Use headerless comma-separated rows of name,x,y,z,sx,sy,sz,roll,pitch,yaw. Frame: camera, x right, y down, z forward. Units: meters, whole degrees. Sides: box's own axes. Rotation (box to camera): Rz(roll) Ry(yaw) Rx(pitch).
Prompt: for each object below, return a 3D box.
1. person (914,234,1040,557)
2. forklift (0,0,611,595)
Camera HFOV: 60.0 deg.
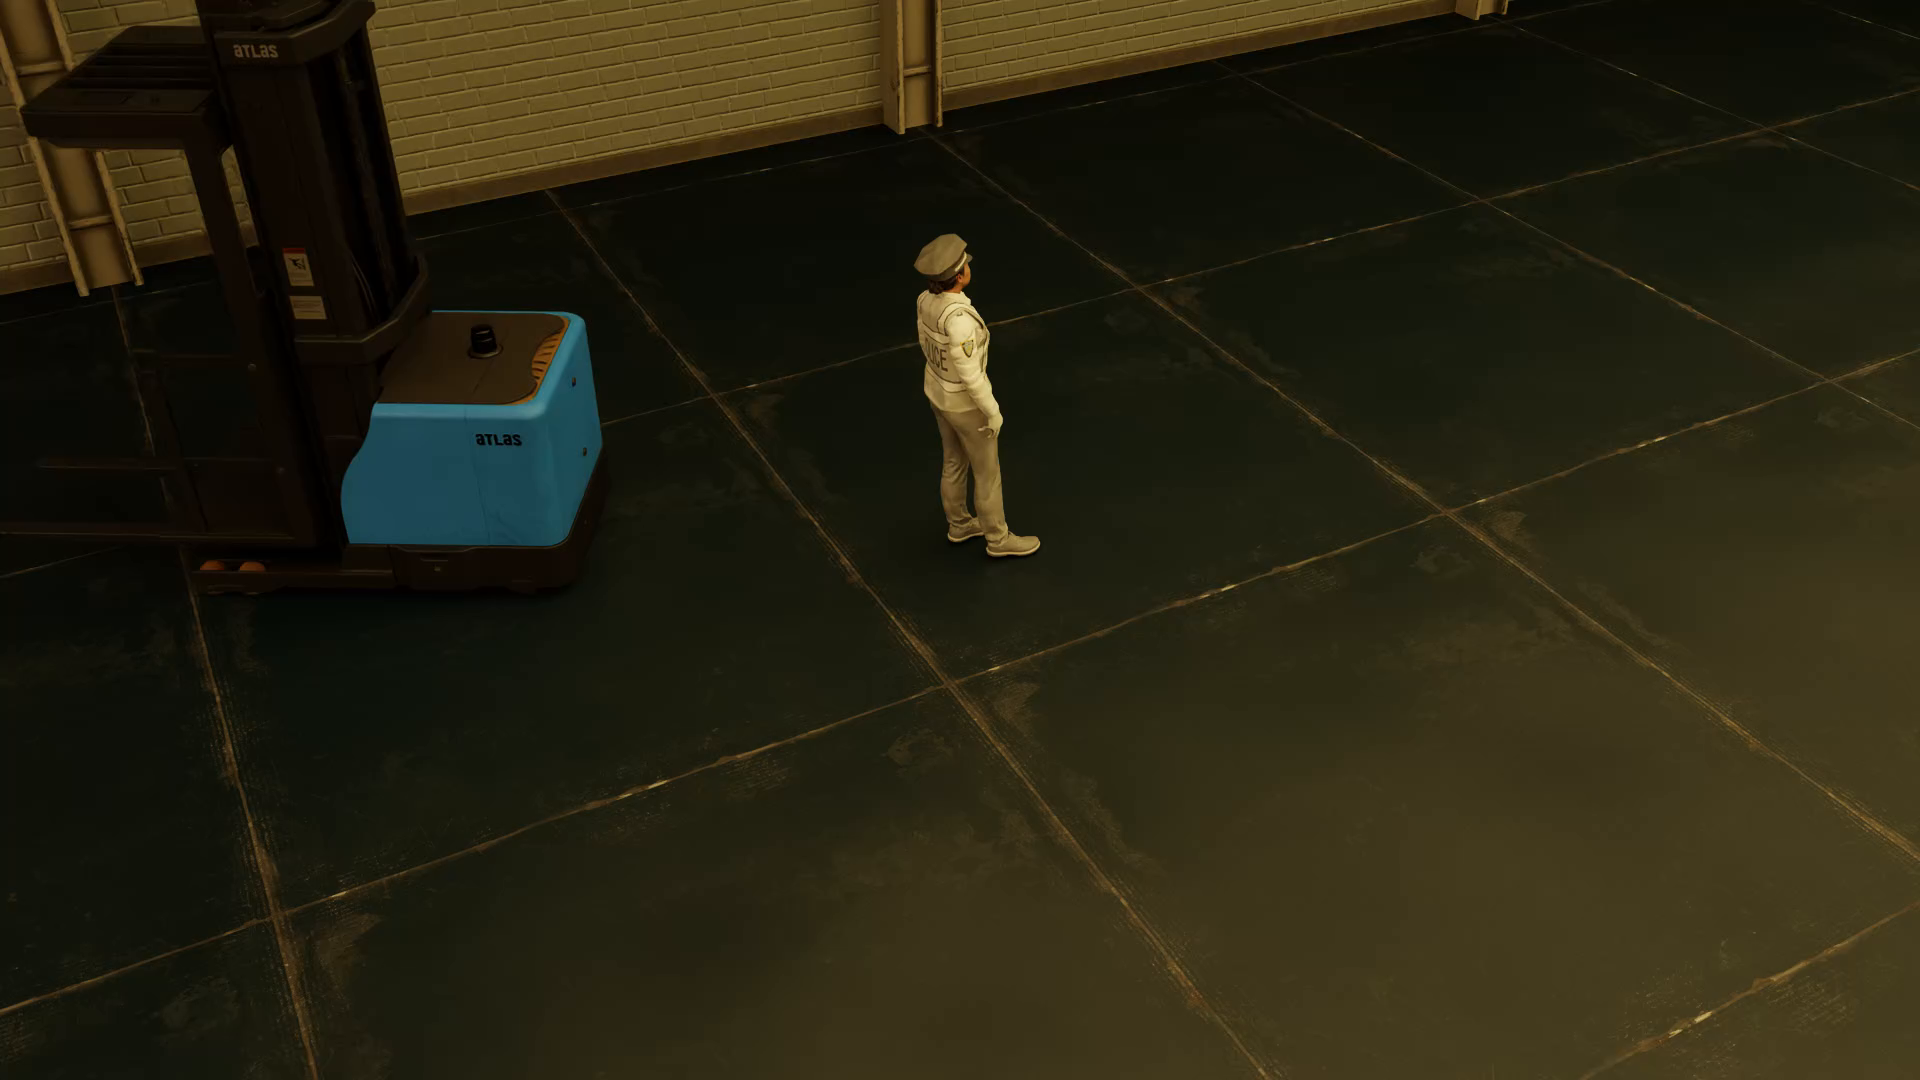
person,0.062,-0.713,8.190,0.533,1.696,0.588,-17,39,-23
forklift,-3.412,-1.228,7.860,3.031,2.935,1.130,1,35,1
